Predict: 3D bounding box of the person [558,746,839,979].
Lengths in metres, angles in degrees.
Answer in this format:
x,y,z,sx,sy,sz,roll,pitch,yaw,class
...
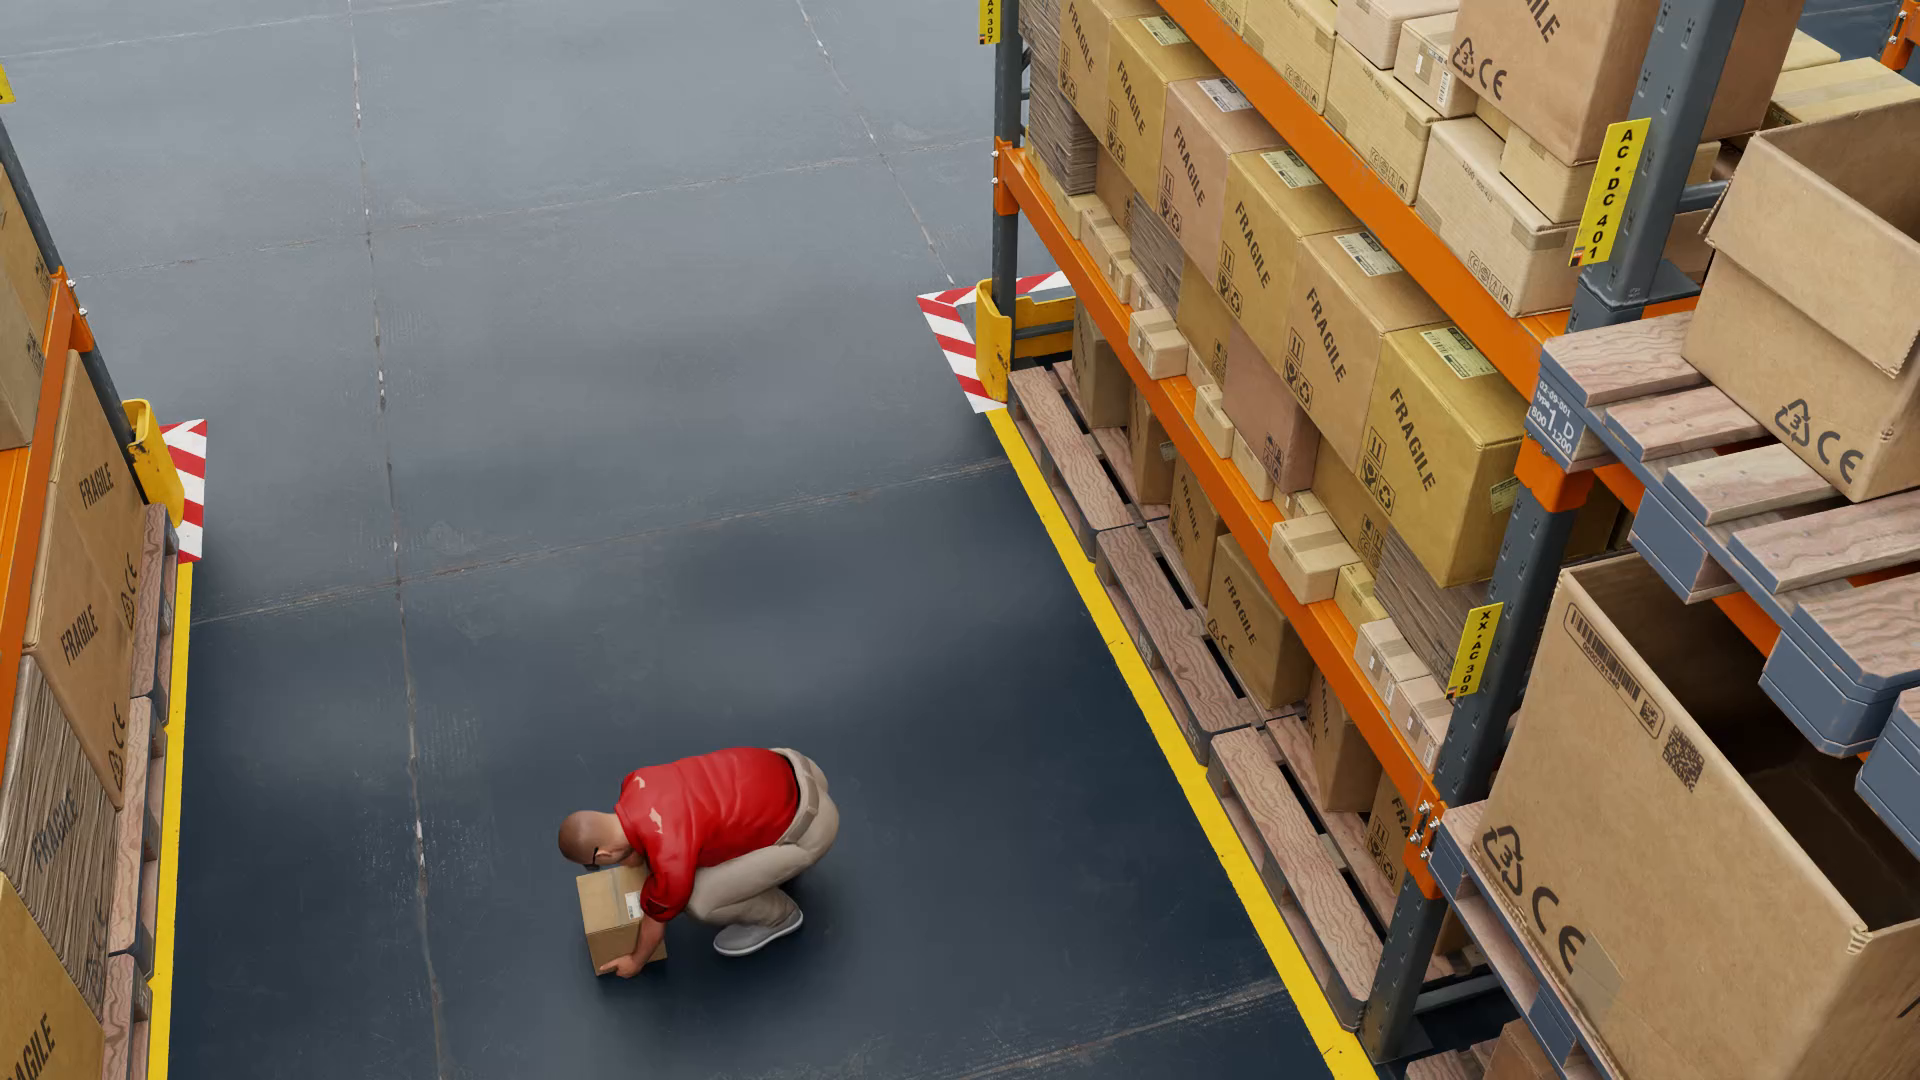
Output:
x,y,z,sx,sy,sz,roll,pitch,yaw,class
-0.873,1.078,5.719,0.927,0.781,0.518,-13,44,-14,person
